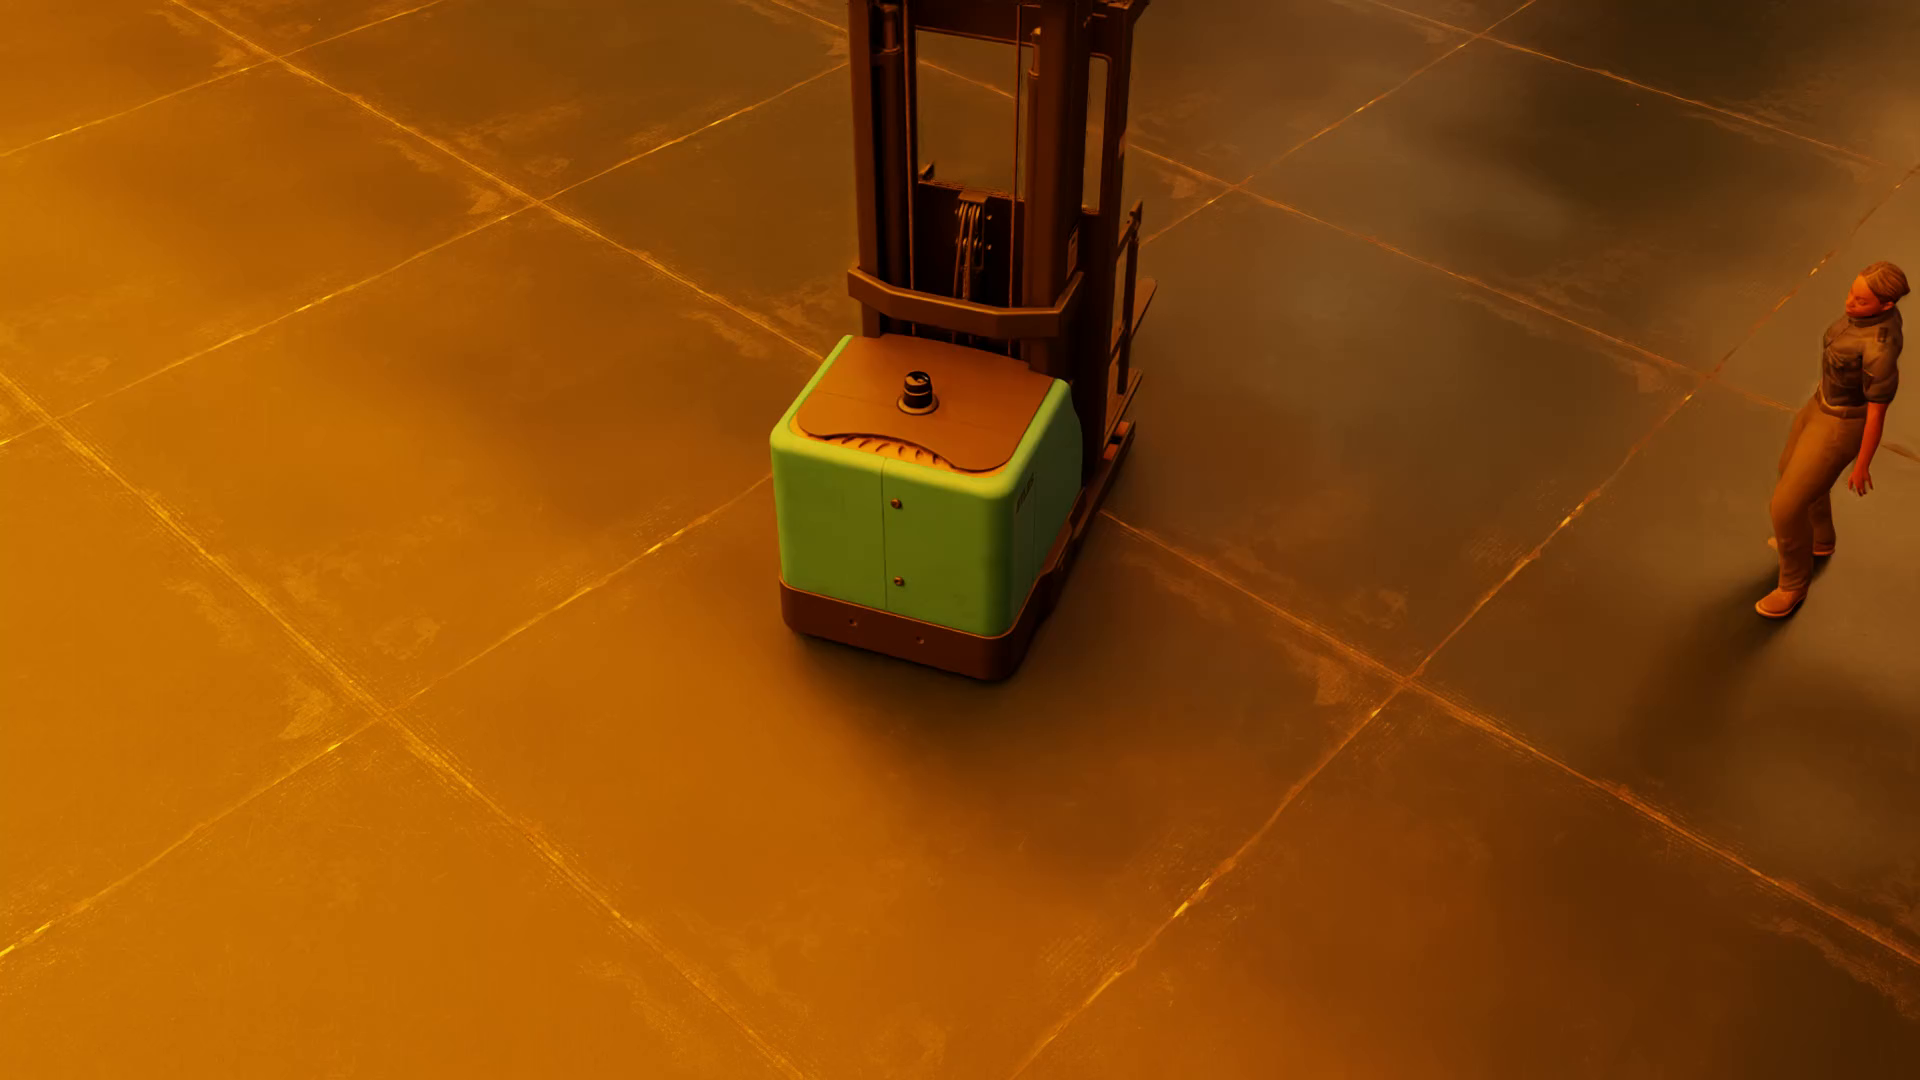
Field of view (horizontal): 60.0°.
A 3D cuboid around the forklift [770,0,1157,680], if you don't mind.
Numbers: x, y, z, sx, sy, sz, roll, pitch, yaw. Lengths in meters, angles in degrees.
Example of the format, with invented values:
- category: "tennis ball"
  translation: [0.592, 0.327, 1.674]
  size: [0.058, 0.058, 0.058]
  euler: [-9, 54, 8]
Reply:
- category: "forklift"
  translation: [0.220, -1.499, 7.176]
  size: [1.130, 2.935, 3.031]
  euler: [14, 42, 15]

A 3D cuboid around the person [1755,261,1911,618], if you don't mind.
- category: "person"
  translation: [3.743, -0.474, 7.040]
  size: [0.409, 1.618, 0.812]
  euler: [14, 42, 15]
